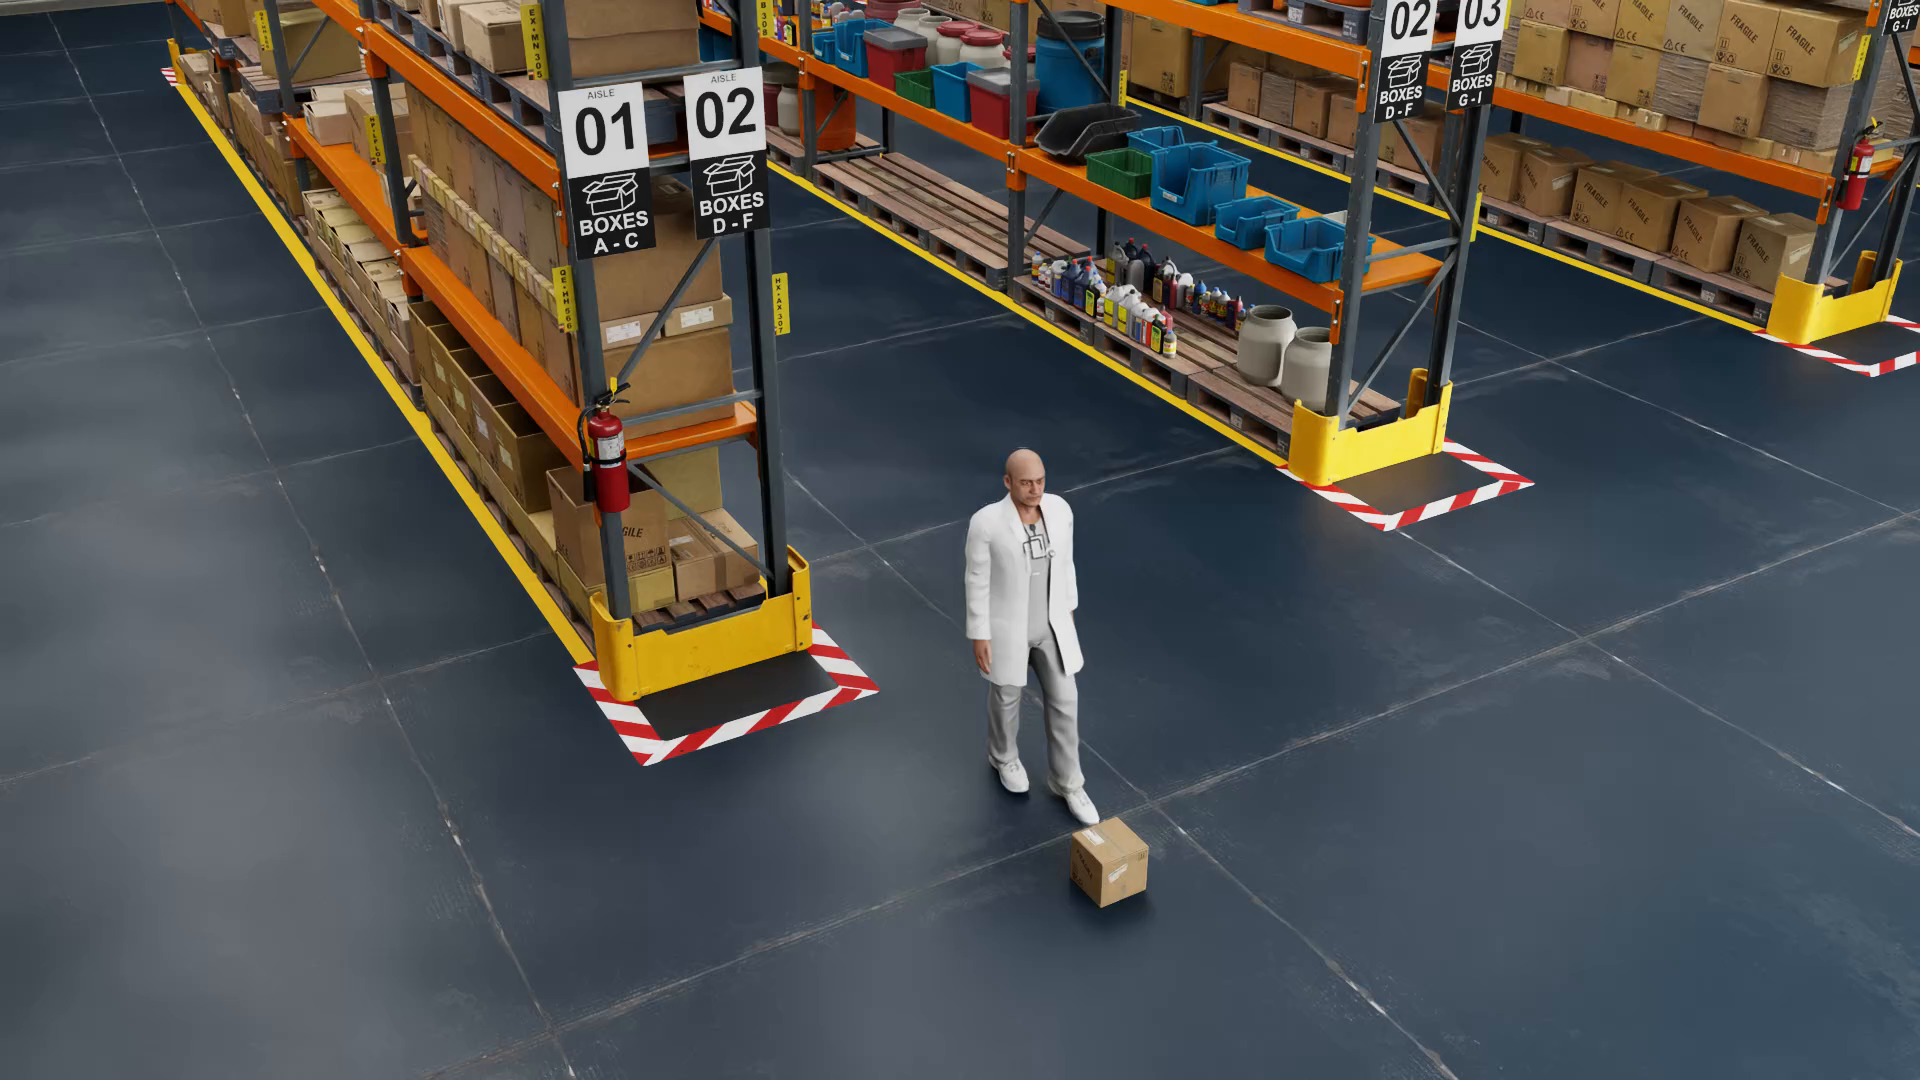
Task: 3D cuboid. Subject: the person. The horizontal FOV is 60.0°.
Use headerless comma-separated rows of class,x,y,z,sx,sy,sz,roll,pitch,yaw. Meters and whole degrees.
person,0.351,0.471,7.735,0.610,1.807,0.697,-10,30,-18
